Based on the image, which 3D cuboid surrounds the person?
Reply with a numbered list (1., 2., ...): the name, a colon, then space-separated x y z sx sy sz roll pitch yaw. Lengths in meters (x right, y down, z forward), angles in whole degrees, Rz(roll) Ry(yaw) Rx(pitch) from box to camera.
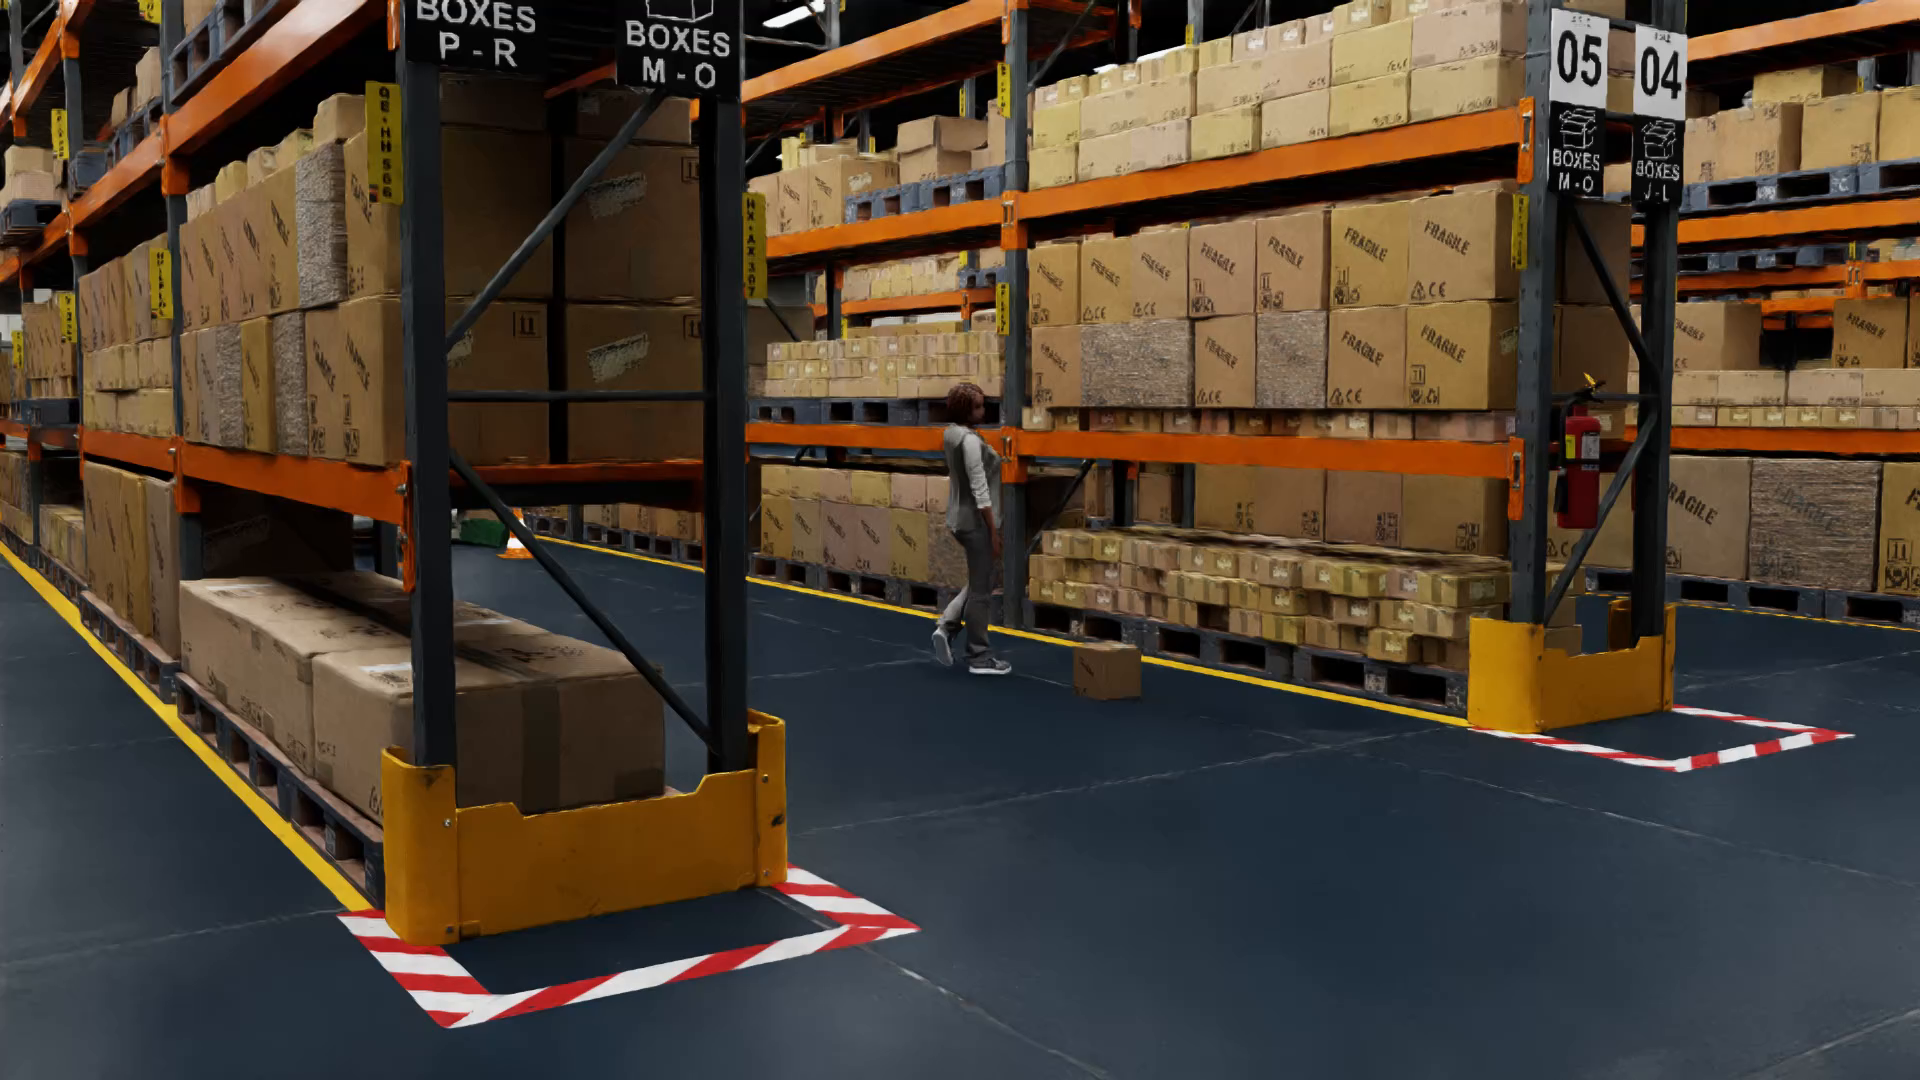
1. person: 0.095 -0.054 8.967 0.443 1.593 0.491 -2 5 -18
